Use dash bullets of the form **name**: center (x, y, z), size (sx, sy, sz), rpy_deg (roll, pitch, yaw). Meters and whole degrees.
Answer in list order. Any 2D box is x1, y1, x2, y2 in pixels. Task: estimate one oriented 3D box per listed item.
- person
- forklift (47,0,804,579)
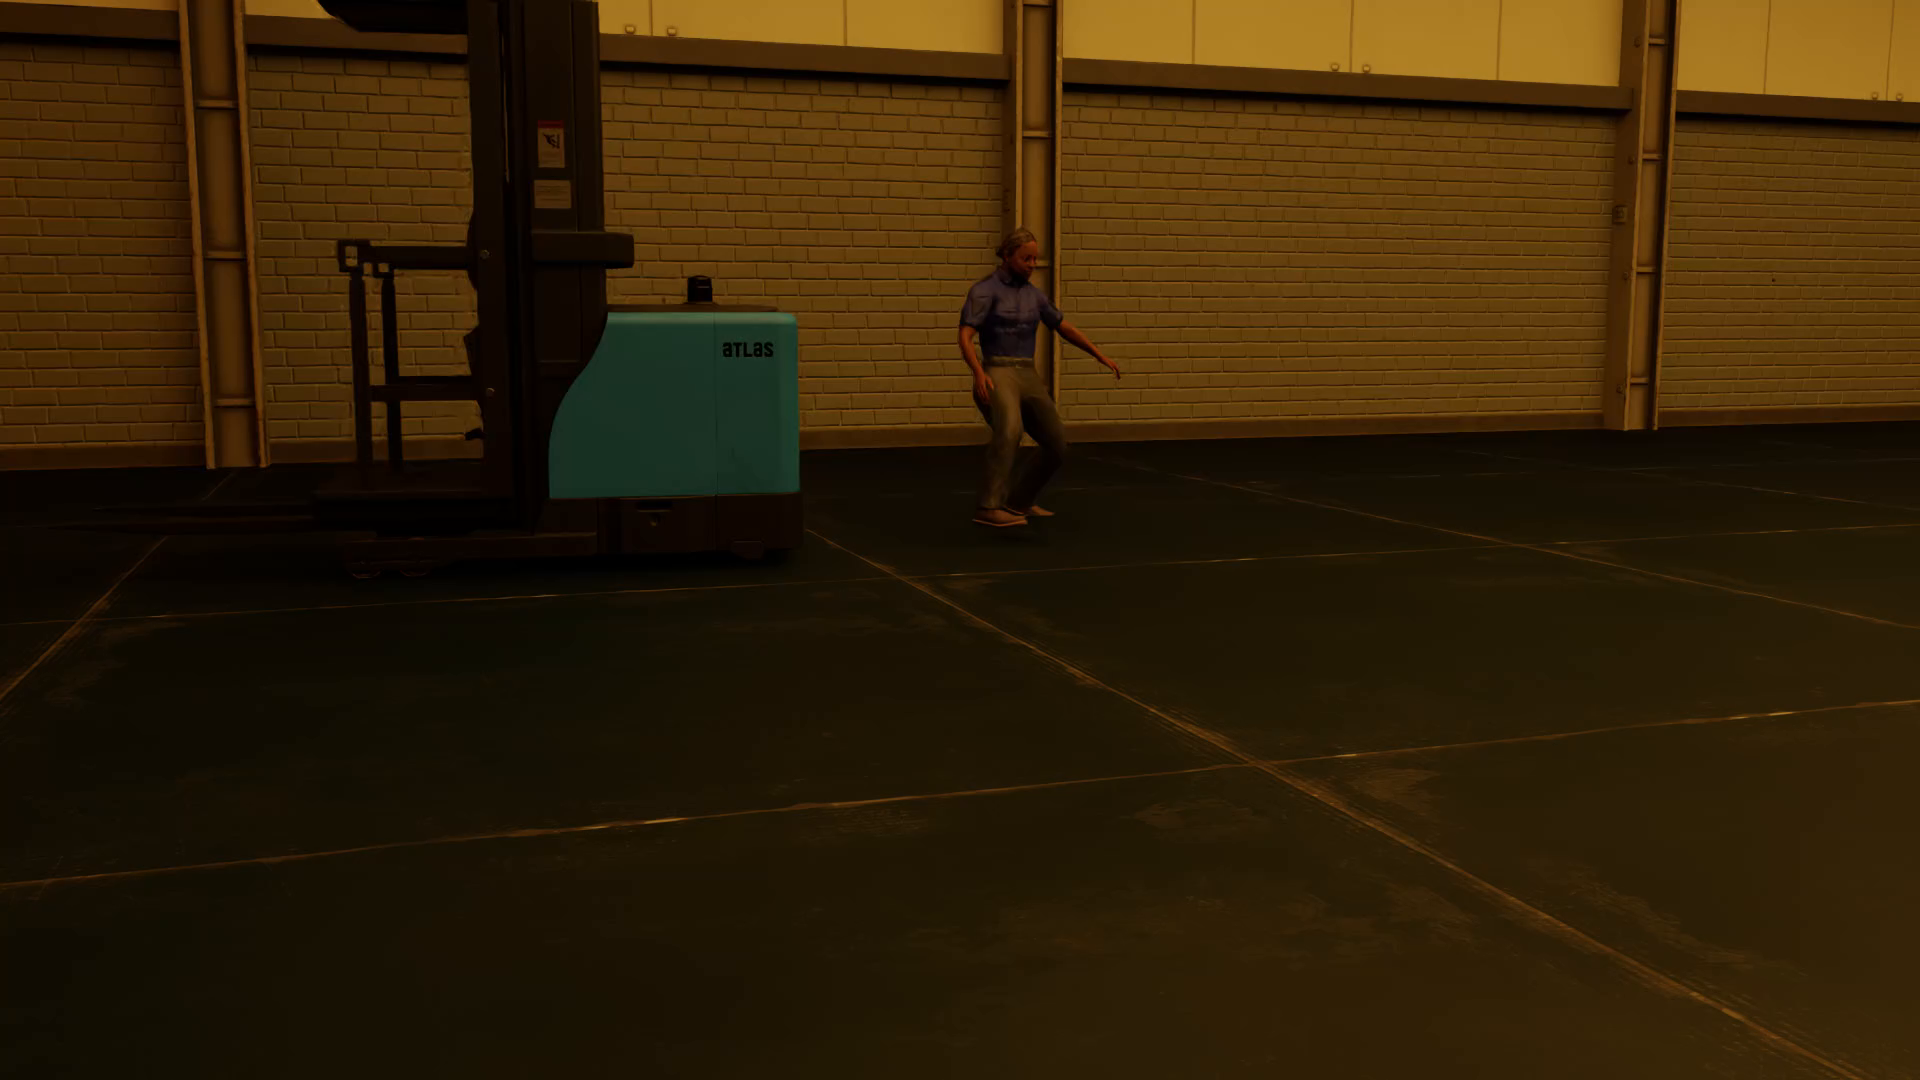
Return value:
- **person**: center (0.326, -0.800, 8.406), size (0.906, 1.529, 0.783), rpy_deg (-6, 10, -39)
- **forklift**: center (-2.249, -1.371, 7.127), size (3.031, 2.935, 1.130), rpy_deg (-2, 8, -12)
